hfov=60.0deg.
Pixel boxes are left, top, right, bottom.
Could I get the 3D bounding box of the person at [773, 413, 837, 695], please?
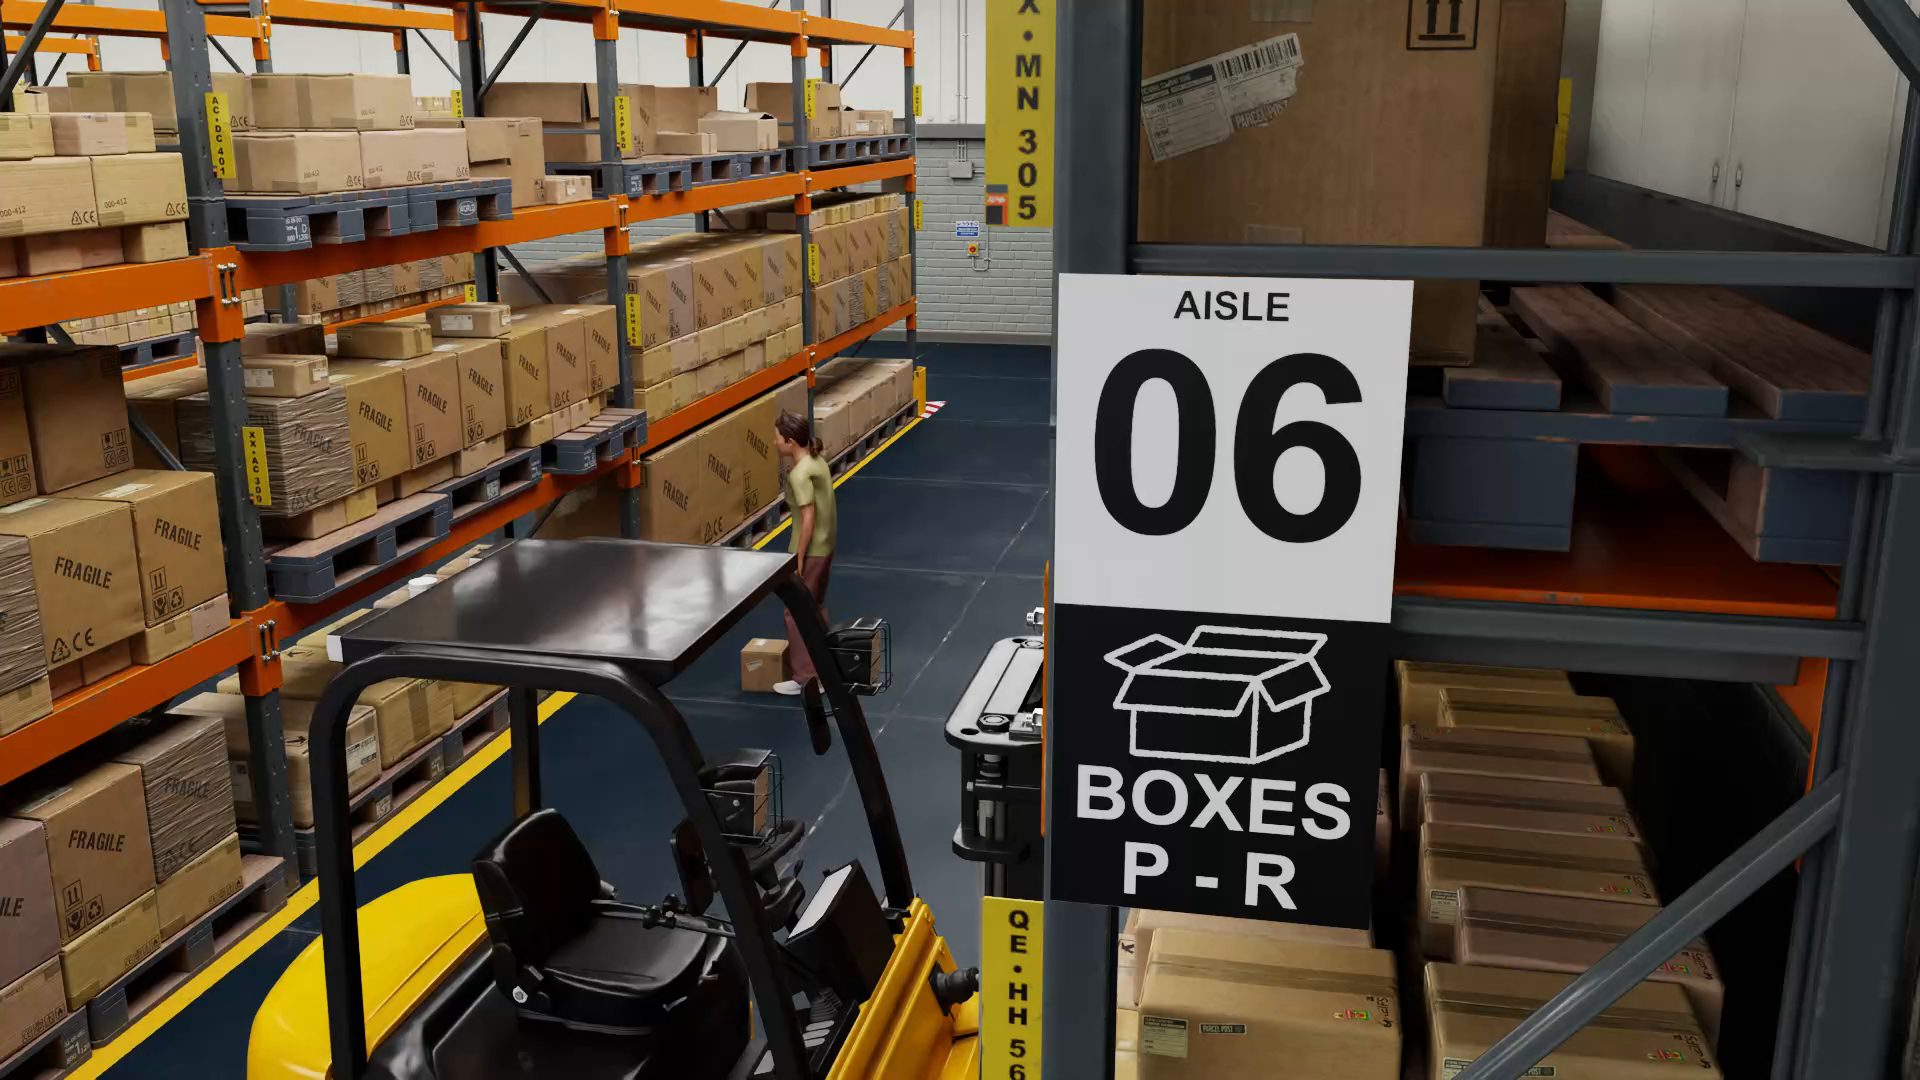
[{"bbox_3d":[-0.909,0.074,9.737,0.367,1.671,0.510,2,15,8],"label":"person"}]
